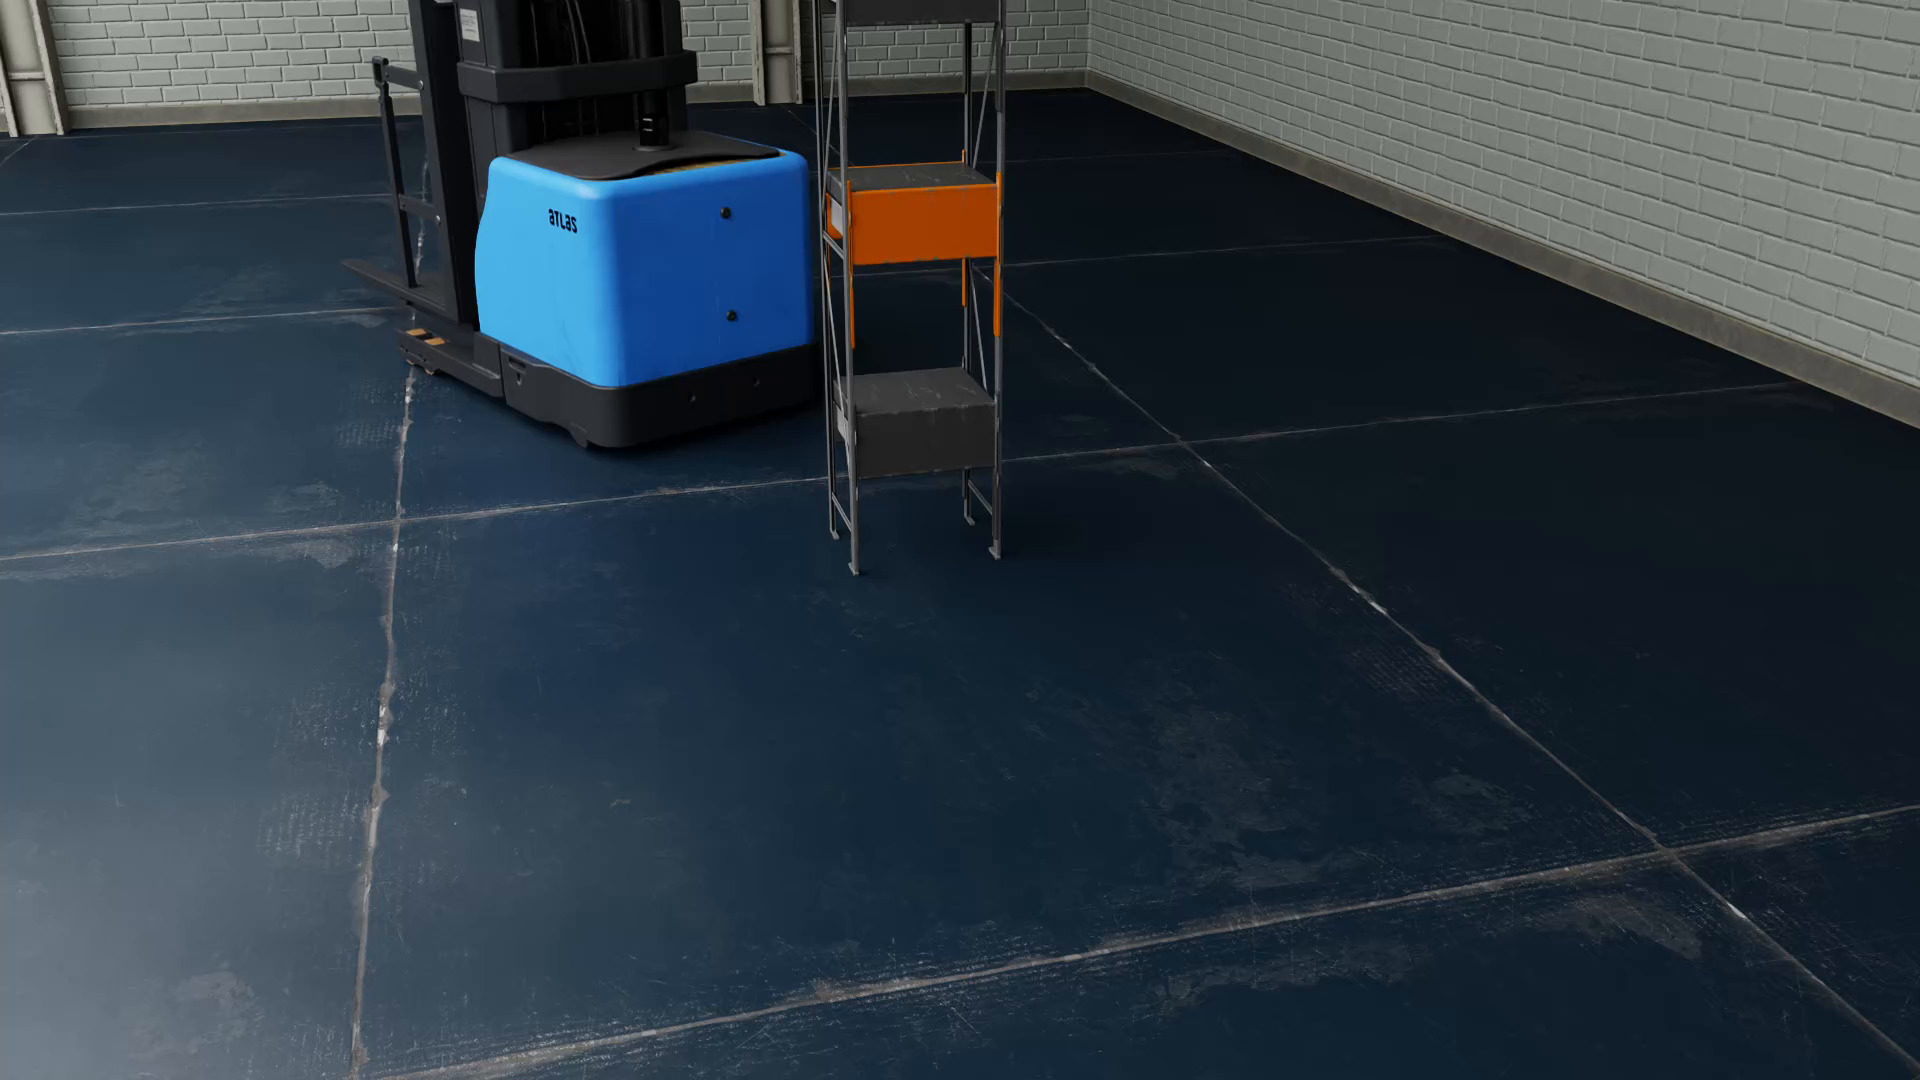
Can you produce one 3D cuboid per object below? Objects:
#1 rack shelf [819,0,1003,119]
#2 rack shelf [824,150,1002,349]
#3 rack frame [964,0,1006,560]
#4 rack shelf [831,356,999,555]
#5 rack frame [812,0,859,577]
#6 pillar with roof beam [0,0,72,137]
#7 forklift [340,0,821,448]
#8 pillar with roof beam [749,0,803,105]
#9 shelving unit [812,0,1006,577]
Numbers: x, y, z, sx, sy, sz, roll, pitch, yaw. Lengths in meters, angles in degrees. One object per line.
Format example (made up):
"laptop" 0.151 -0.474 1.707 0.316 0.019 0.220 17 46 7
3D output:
"rack shelf" -0.159 -1.578 5.024 0.480 0.518 0.431 -6 24 -14
"rack shelf" -0.159 -0.935 5.300 0.480 0.518 0.431 -6 24 -14
"rack frame" 0.076 -0.973 5.355 0.015 2.100 0.400 -6 24 -14
"rack shelf" -0.159 -0.291 5.576 0.480 0.518 0.431 -6 24 -14
"rack frame" -0.394 -0.921 5.234 0.015 2.100 0.400 -6 24 -14
"pillar with roof beam" -6.243 -5.788 7.827 0.400 9.000 9.100 -6 24 -14
"forklift" -1.929 -2.204 7.169 1.130 2.935 3.031 -19 30 -37
"pillar with roof beam" -0.466 -6.427 9.316 0.400 9.000 9.100 -6 24 -14
"shelving unit" -0.159 -0.947 5.295 0.503 2.100 0.431 -6 24 -14
